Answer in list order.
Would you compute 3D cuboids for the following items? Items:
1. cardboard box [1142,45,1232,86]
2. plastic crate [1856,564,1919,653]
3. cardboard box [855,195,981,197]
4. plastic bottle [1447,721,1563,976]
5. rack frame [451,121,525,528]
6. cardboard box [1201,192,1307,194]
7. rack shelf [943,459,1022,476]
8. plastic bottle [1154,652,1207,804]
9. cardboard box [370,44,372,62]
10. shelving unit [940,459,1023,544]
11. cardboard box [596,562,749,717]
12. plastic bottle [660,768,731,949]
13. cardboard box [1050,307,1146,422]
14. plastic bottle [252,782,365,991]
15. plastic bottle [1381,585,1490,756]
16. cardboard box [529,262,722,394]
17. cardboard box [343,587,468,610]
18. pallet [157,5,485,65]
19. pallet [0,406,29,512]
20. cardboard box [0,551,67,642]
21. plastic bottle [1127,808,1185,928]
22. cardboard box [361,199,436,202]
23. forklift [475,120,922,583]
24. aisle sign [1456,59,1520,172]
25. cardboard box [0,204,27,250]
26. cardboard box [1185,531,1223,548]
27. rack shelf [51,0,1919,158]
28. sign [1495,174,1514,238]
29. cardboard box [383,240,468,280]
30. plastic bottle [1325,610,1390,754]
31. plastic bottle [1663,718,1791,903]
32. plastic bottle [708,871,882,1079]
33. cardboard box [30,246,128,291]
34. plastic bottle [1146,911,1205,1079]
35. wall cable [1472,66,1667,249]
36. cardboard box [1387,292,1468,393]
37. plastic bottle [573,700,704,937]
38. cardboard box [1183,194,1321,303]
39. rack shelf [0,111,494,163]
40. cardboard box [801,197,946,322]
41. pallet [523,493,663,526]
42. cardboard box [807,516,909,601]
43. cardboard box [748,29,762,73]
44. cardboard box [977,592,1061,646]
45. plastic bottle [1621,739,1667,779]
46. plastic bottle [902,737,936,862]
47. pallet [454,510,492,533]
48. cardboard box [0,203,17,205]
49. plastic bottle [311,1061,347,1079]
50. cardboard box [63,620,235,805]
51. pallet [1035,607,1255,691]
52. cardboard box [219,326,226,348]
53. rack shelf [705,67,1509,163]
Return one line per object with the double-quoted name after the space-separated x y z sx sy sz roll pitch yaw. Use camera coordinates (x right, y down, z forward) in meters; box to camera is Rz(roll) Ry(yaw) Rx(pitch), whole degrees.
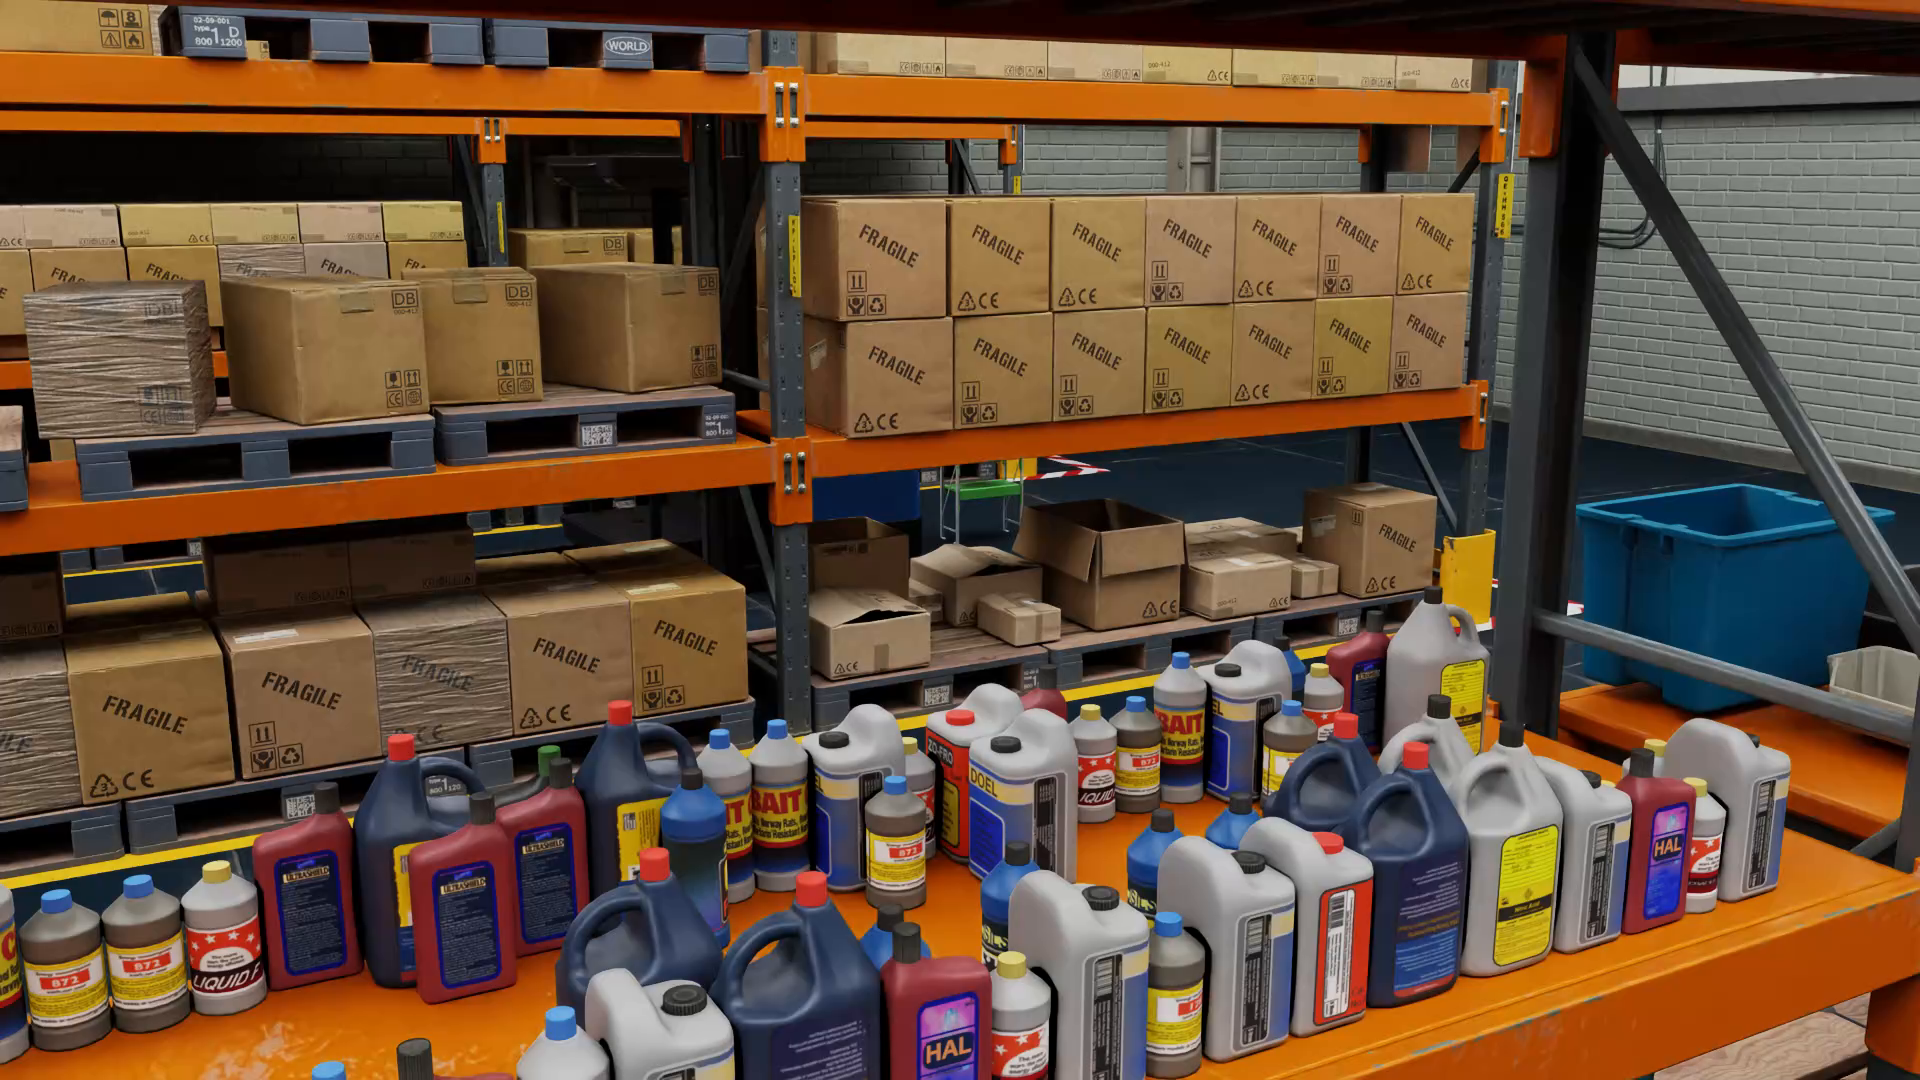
0.921 -2.249 7.781 0.500 0.250 0.500 -7 14 -28 "cardboard box"
2.281 0.192 3.912 0.590 0.125 0.437 -7 14 -28 "plastic crate"
-0.174 -1.392 7.958 0.500 0.500 0.500 -7 15 -29 "cardboard box"
0.778 0.441 2.431 0.185 0.351 0.144 -7 14 -28 "plastic bottle"
-3.319 -1.652 11.619 0.127 3.000 1.000 -7 14 -28 "rack frame"
1.597 -1.603 8.895 0.500 0.500 0.500 -7 14 -27 "cardboard box"
0.145 -0.540 11.069 0.480 0.148 0.258 -7 14 -28 "rack shelf"
0.403 0.340 3.057 0.097 0.271 0.097 0 13 0 "plastic bottle"
-4.144 -3.308 10.913 0.500 0.500 0.700 -8 15 -31 "cardboard box"
0.145 -0.603 11.055 0.503 1.200 0.258 -7 14 -28 "shelving unit"
-1.238 0.414 7.129 0.500 0.500 0.500 -7 14 -28 "cardboard box"
-0.394 0.472 2.473 0.097 0.271 0.097 0 13 0 "plastic bottle"
0.524 -0.855 7.847 0.500 0.500 0.500 -7 14 -28 "cardboard box"
-0.929 0.490 2.367 0.133 0.283 0.061 -7 14 -28 "plastic bottle"
0.928 0.260 3.235 0.185 0.351 0.144 -7 14 -28 "plastic bottle"
-1.465 -0.945 7.292 0.700 0.500 0.500 11 17 41 "cardboard box"
-2.389 0.420 7.101 0.500 0.500 0.500 -7 14 -27 "cardboard box"
-2.457 -1.905 6.338 1.003 0.211 1.213 -7 14 -28 "pallet"
-3.892 -0.268 5.907 1.003 0.211 1.213 -7 14 -28 "pallet"
-3.698 0.211 6.321 0.500 0.250 0.500 -6 14 -26 "cardboard box"
0.279 0.507 2.317 0.097 0.271 0.097 0 13 0 "plastic bottle"
-3.848 -2.224 11.499 0.500 0.250 0.500 -6 14 -26 "cardboard box"
-1.756 -1.187 9.710 3.031 2.935 1.130 -8 15 -31 "forklift"
2.775 -2.335 8.733 0.004 0.787 0.394 -7 14 -28 "aisle sign"
-5.837 -1.856 9.864 0.500 0.250 0.500 -7 14 -29 "cardboard box"
1.078 0.116 9.023 0.500 0.250 0.500 -7 14 -28 "cardboard box"
-0.328 -0.645 1.950 4.000 0.370 1.077 -7 14 -28 "rack shelf"
2.817 -1.729 8.602 0.005 0.325 0.100 -7 14 -28 "sign"
-3.604 -1.759 11.141 0.500 0.500 0.500 -7 15 -29 "cardboard box"
0.784 0.284 3.280 0.133 0.283 0.061 -7 14 -28 "plastic bottle"
1.237 0.421 2.688 0.135 0.276 0.152 -7 14 -28 "plastic bottle"
-0.189 0.557 1.916 0.185 0.351 0.144 -7 14 -28 "plastic bottle"
-5.381 -1.542 10.179 0.500 0.500 0.500 -7 14 -28 "cardboard box"
0.267 0.581 2.149 0.097 0.201 0.097 0 13 0 "plastic bottle"
5.327 -4.011 15.509 0.112 2.526 3.097 -7 14 -28 "wall cable"
2.306 -1.068 8.795 0.500 0.500 0.500 -6 14 -26 "cardboard box"
-0.490 0.415 2.547 0.185 0.351 0.144 -7 14 -28 "plastic bottle"
1.414 -1.447 8.201 0.500 0.500 0.500 -6 14 -26 "cardboard box"
-5.075 -2.554 10.434 4.000 0.370 1.077 -7 14 -28 "rack shelf"
-0.394 -1.230 7.237 0.500 0.500 0.500 -6 14 -26 "cardboard box"
-2.614 -0.357 12.213 1.213 0.211 1.003 -7 14 -28 "pallet"
-0.578 0.192 8.114 0.500 0.500 0.500 -7 14 -28 "cardboard box"
-0.643 -2.191 7.521 0.500 0.250 0.500 -7 14 -28 "cardboard box"
0.284 0.374 8.065 0.250 0.166 0.380 -7 14 -28 "cardboard box"
1.161 0.436 2.794 0.097 0.201 0.097 0 13 0 "plastic bottle"
-0.089 0.434 2.803 0.097 0.201 0.097 0 13 0 "plastic bottle"
-3.960 -0.196 11.500 1.213 0.211 1.003 -7 14 -28 "pallet"
-6.100 -1.952 10.294 0.500 0.250 0.500 -7 15 -30 "cardboard box"
-0.623 0.653 1.668 0.097 0.271 0.097 0 13 0 "plastic bottle"
-3.017 0.627 6.183 0.500 0.500 0.500 -7 14 -29 "cardboard box"
0.733 0.461 8.579 1.213 0.211 1.003 -7 14 -28 "pallet"
-4.616 -1.324 10.687 0.250 0.149 0.380 -7 15 -29 "cardboard box"
0.813 -2.021 8.063 4.000 0.370 1.077 -7 14 -28 "rack shelf"
